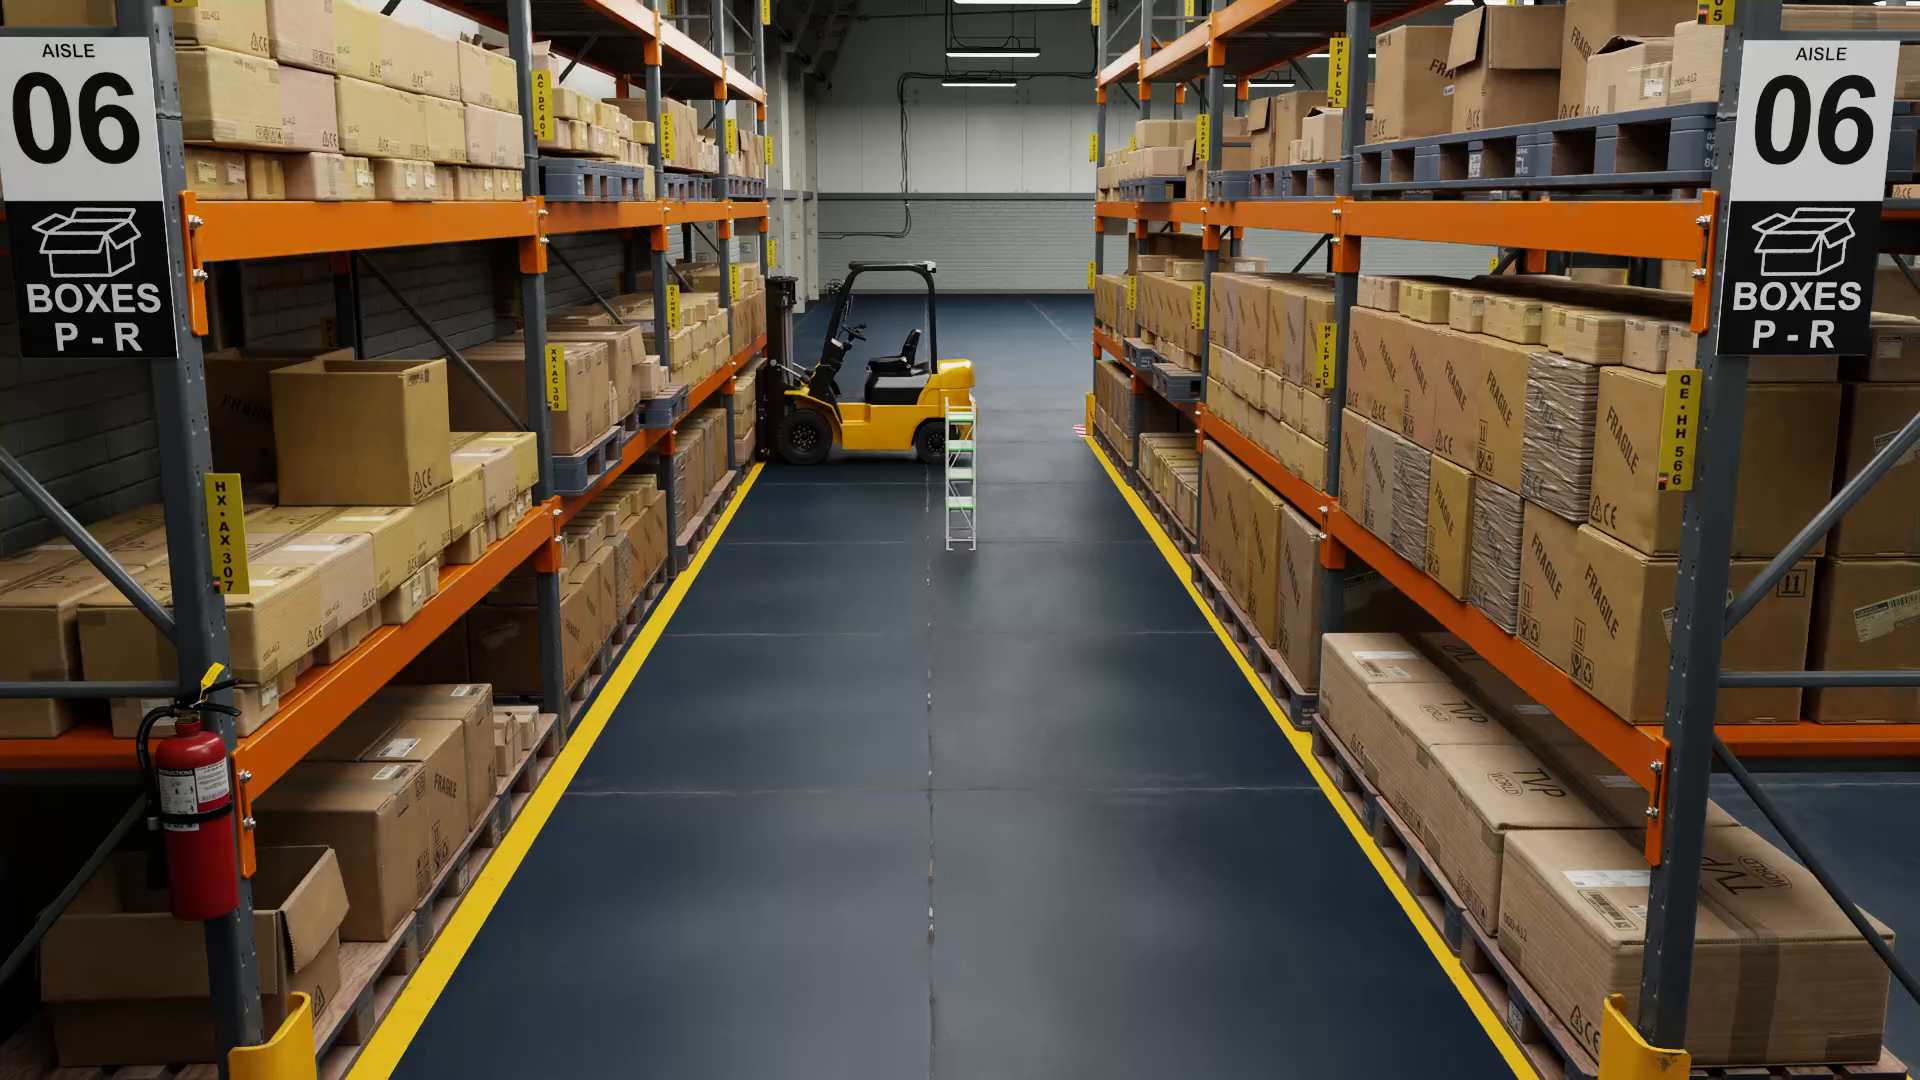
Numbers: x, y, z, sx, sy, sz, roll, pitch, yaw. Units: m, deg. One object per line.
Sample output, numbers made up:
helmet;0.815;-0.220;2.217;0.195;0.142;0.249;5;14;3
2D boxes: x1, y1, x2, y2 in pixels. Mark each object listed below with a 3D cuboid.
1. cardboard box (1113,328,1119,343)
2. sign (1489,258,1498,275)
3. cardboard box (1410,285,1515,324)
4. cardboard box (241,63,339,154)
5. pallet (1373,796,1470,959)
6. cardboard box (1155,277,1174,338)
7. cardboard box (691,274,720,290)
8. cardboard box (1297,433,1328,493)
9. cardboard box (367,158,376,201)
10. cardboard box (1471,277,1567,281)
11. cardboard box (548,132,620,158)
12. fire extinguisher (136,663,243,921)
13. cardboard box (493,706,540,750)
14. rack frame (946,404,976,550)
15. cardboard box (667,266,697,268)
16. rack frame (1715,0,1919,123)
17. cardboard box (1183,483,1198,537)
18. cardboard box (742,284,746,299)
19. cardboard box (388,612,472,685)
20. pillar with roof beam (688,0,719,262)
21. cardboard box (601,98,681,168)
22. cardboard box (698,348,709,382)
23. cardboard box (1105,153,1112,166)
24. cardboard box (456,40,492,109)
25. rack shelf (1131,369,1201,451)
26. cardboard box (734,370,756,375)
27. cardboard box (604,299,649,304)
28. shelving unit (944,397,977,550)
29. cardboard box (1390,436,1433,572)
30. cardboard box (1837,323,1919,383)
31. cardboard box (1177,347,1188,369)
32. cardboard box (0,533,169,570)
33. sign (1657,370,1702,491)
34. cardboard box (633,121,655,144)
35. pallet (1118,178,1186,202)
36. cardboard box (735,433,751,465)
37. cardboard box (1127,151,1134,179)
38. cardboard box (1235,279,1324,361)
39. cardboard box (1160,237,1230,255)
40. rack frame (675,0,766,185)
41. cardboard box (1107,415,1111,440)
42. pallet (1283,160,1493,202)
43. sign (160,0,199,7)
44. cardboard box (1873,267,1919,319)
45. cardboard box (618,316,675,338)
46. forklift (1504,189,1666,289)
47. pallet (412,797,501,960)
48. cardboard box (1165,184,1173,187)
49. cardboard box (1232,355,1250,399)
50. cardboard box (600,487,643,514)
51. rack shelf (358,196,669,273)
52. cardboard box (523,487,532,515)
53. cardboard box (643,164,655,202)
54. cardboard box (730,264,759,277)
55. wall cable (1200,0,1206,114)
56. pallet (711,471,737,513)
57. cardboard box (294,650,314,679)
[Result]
cardboard box;1.873;-2.238;18.178;0.380;0.149;0.250;0;11;-1
sign;6.534;-3.292;20.366;0.100;0.325;0.005;0;11;-1
cardboard box;2.127;-0.993;7.013;0.380;0.149;0.250;-1;11;-3
cardboard box;-2.256;-1.321;5.109;0.500;0.250;0.500;0;11;0
pallet;2.356;1.357;6.840;1.003;0.211;1.213;0;11;-1
cardboard box;1.977;-2.001;14.321;0.500;0.500;0.500;-1;11;-3
cardboard box;-2.447;-2.551;16.456;0.380;0.149;0.250;0;11;0
cardboard box;2.129;-0.419;8.957;0.500;0.250;0.500;-1;11;-3
cardboard box;-2.265;-1.253;5.780;0.380;0.149;0.250;0;11;-2
cardboard box;2.612;-1.148;7.778;0.380;0.149;0.250;0;11;0
cardboard box;-2.238;-2.351;9.885;0.380;0.149;0.250;0;11;0
fire extinguisher;-2.024;0.660;4.394;0.296;0.674;0.183;0;11;-1
cardboard box;-2.267;0.918;8.105;0.380;0.149;0.250;-1;11;-3
rack frame;0.008;-0.507;13.539;0.240;1.200;0.015;0;11;-1
cardboard box;-3.108;-2.955;18.449;0.380;0.149;0.250;-1;11;-3
rack frame;2.473;-2.549;3.992;1.000;3.000;0.127;0;11;-1
cardboard box;2.306;-0.230;13.200;0.950;0.372;0.625;-1;12;-5
cardboard box;-2.456;-2.609;17.494;0.380;0.149;0.250;0;11;-2
cardboard box;-2.878;0.540;9.085;0.500;0.500;0.500;0;11;-1
pillar with roof beam;0.473;-6.777;24.831;9.100;9.000;0.400;0;11;-1
cardboard box;-2.426;-3.097;12.678;0.500;0.500;0.500;0;11;-1
cardboard box;-2.452;-1.500;14.283;0.500;0.250;0.500;0;11;1
cardboard box;1.841;-4.306;18.820;0.380;0.149;0.250;0;11;-1
cardboard box;-2.302;-1.970;7.054;0.500;0.250;0.500;0;11;-2
rack shelf;2.267;-1.244;14.458;1.077;0.370;4.000;0;11;-1
cardboard box;-2.459;-1.724;18.358;0.500;0.250;0.500;0;11;-2
cardboard box;-2.981;-2.066;14.816;0.380;0.149;0.250;0;11;-1
shelving unit;0.003;-0.555;13.778;0.258;1.200;0.503;0;11;-1
cardboard box;2.149;-0.160;7.052;0.500;0.500;0.500;0;11;-1
cardboard box;2.743;-0.538;4.768;0.380;0.149;0.250;0;11;0
cardboard box;1.938;-1.449;13.234;0.380;0.149;0.250;0;11;-2
cardboard box;-2.774;0.147;5.420;0.500;0.250;0.500;0;11;-1
sign;1.930;-0.293;4.452;0.100;0.325;0.005;0;11;-1
cardboard box;-2.352;-2.849;11.639;0.380;0.149;0.250;0;11;1
pallet;2.132;-3.249;15.460;1.213;0.211;1.003;0;11;-1
cardboard box;-2.416;-0.929;16.955;0.500;0.250;0.500;0;11;-1
cardboard box;1.836;-3.479;15.441;0.500;0.250;0.500;-1;11;-3
cardboard box;2.089;-1.438;10.836;0.500;0.500;0.500;0;11;0
cardboard box;2.444;-2.869;17.144;0.700;0.500;0.500;0;11;-1
rack frame;-2.820;-5.709;19.565;1.000;3.000;0.127;0;11;-1
cardboard box;1.910;-1.277;18.667;0.500;0.250;0.500;1;11;3
pallet;2.322;-1.963;9.126;0.805;0.209;1.217;-1;11;-3
sign;-1.947;-1.489;4.110;0.100;0.325;0.005;0;11;-1
cardboard box;7.255;-1.868;12.957;0.700;0.500;0.500;0;11;-1
cardboard box;-2.367;-1.610;12.567;0.380;0.149;0.250;0;11;1
forklift;5.095;-1.444;13.803;1.130;2.935;3.031;1;12;7
pallet;-2.531;1.363;6.810;1.003;0.211;1.213;0;11;-1
cardboard box;1.947;-3.624;16.462;0.500;0.250;0.500;0;11;-2
cardboard box;2.079;-1.067;10.896;0.500;0.250;0.500;0;11;-1
cardboard box;-2.393;-0.273;11.461;0.380;0.149;0.250;-1;11;-3
rack shelf;-2.613;-1.898;10.137;1.077;0.370;4.000;0;11;-1
cardboard box;-2.313;-0.198;8.121;0.380;0.149;0.250;0;11;0
cardboard box;-2.401;-2.474;11.542;0.500;0.250;0.500;-1;11;-3
cardboard box;-2.533;-3.110;19.214;0.380;0.149;0.250;0;11;0
wall cable;6.426;-13.824;51.011;2.305;6.003;0.169;0;11;-1
pallet;-2.683;-0.461;15.798;1.003;0.211;1.213;0;11;-1
cardboard box;-2.314;0.366;5.342;0.380;0.149;0.250;0;11;-2
